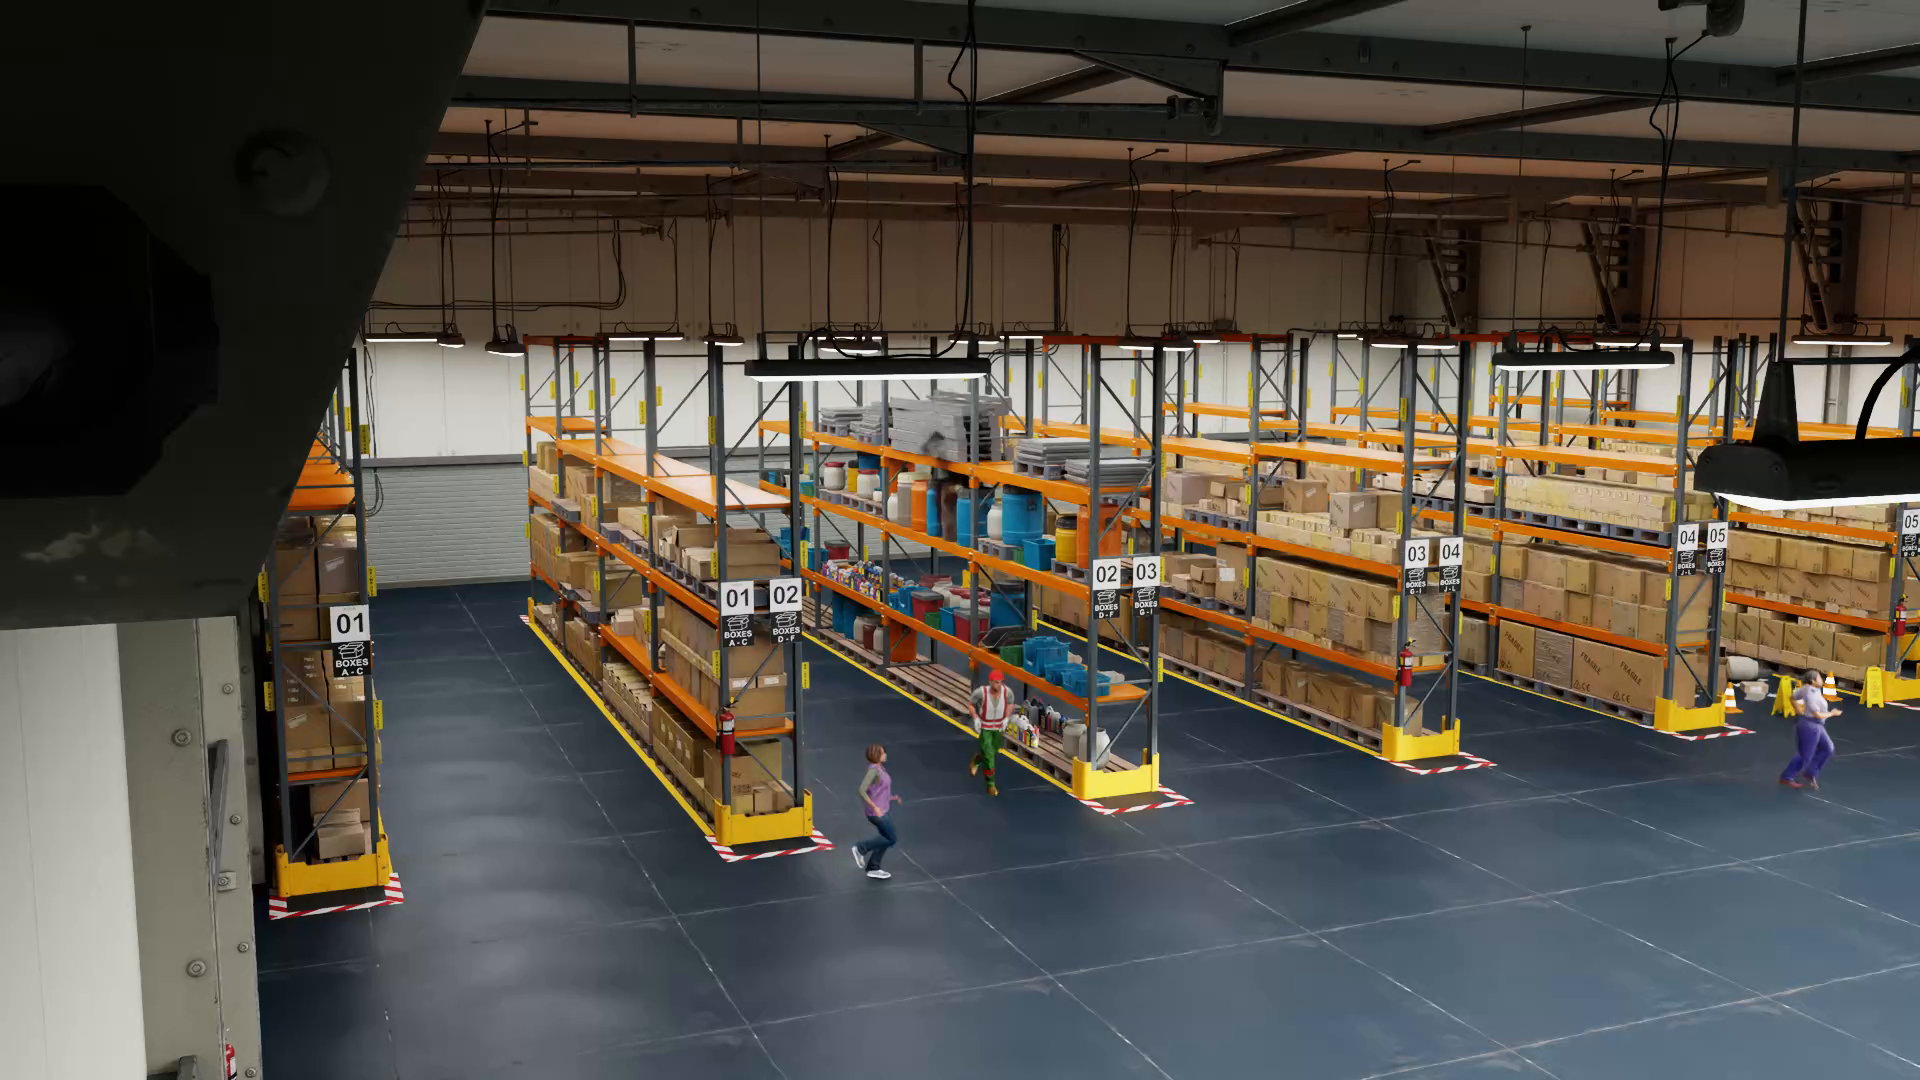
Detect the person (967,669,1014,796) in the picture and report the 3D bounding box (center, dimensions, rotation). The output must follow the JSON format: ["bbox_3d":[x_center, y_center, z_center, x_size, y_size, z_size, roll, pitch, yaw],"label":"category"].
[{"bbox_3d":[0.389,2.523,22.431,0.639,1.716,0.984,-2,8,-18],"label":"person"}]

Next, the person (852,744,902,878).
[{"bbox_3d":[-0.940,3.074,18.840,0.545,1.555,0.538,1,8,7],"label":"person"}]

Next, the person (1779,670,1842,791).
[{"bbox_3d":[11.422,2.569,22.314,0.702,1.680,0.558,4,8,25],"label":"person"}]
